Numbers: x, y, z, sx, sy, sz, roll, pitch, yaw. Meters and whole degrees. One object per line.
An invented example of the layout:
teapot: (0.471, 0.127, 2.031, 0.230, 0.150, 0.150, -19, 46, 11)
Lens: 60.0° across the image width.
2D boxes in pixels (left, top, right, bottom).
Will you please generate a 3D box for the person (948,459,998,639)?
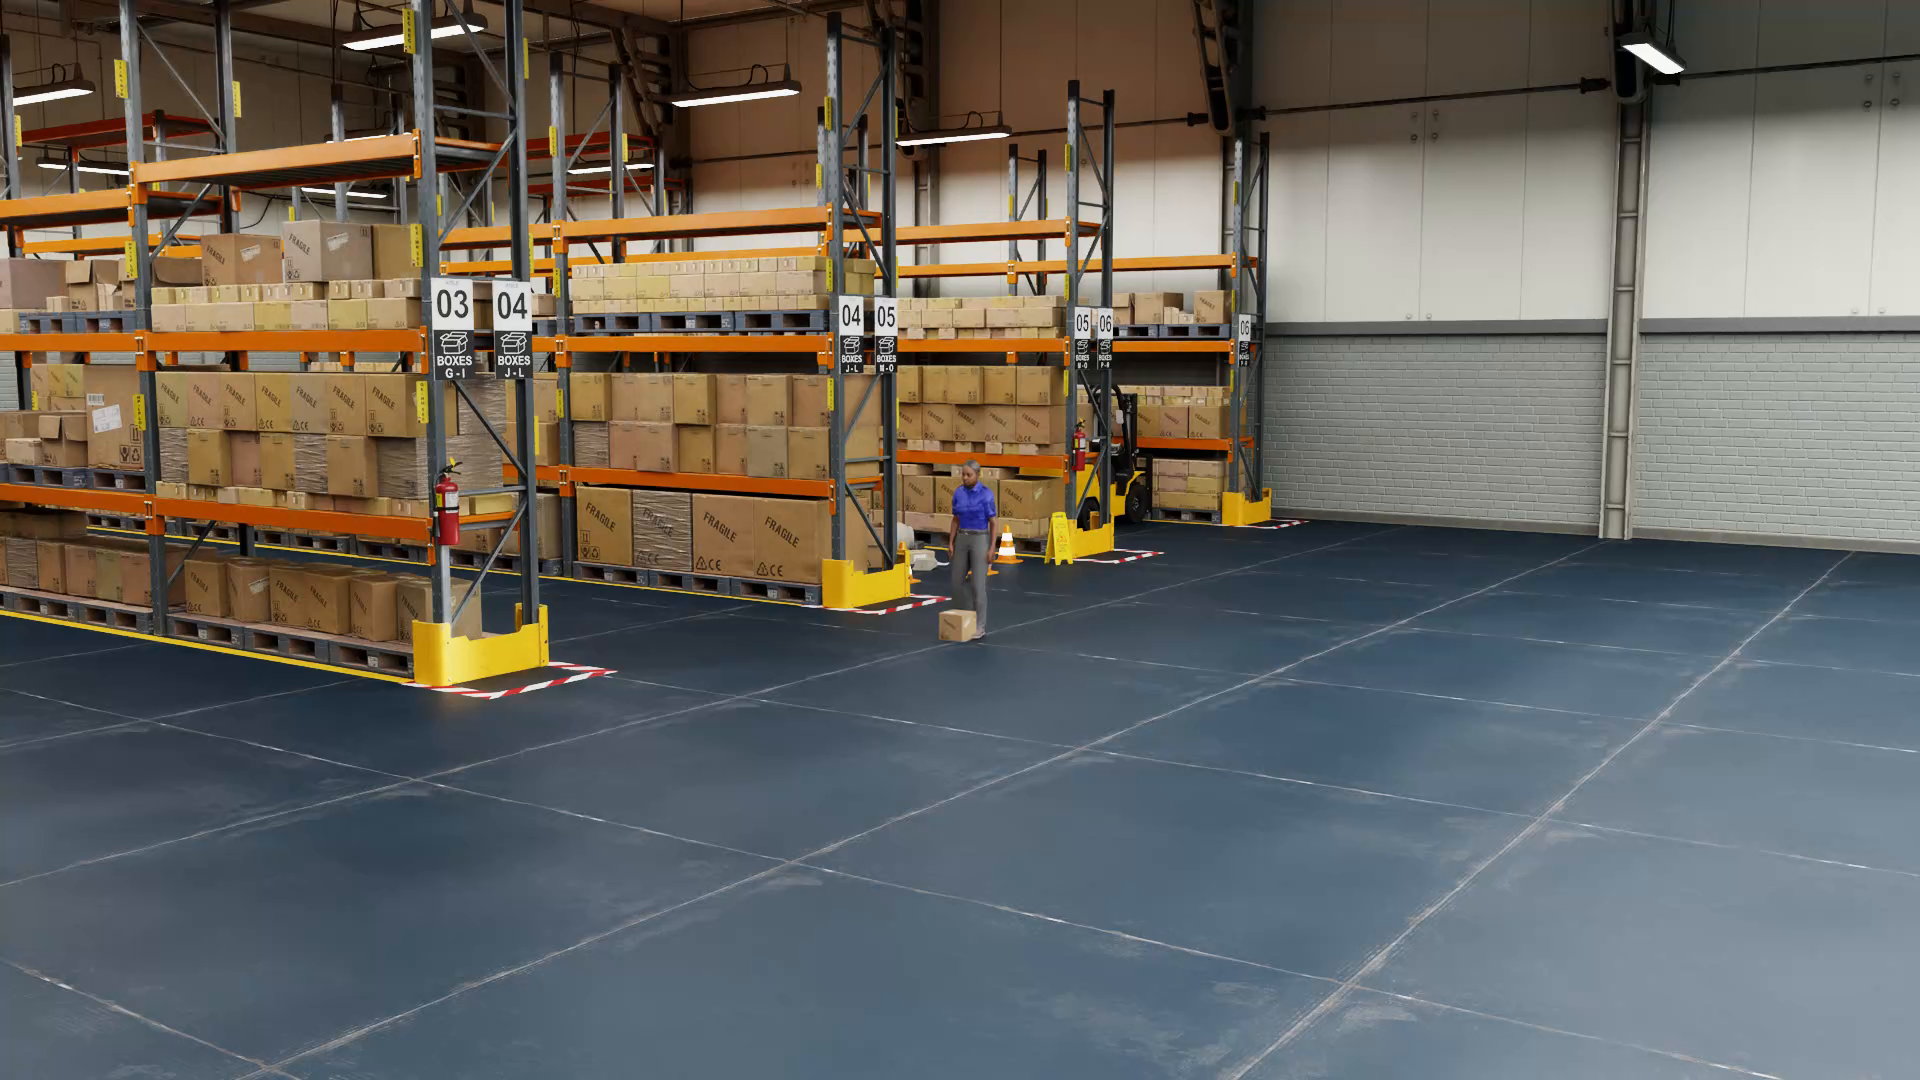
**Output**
person: (0.088, 0.072, 15.392, 0.518, 1.653, 0.402, 4, 7, 31)
